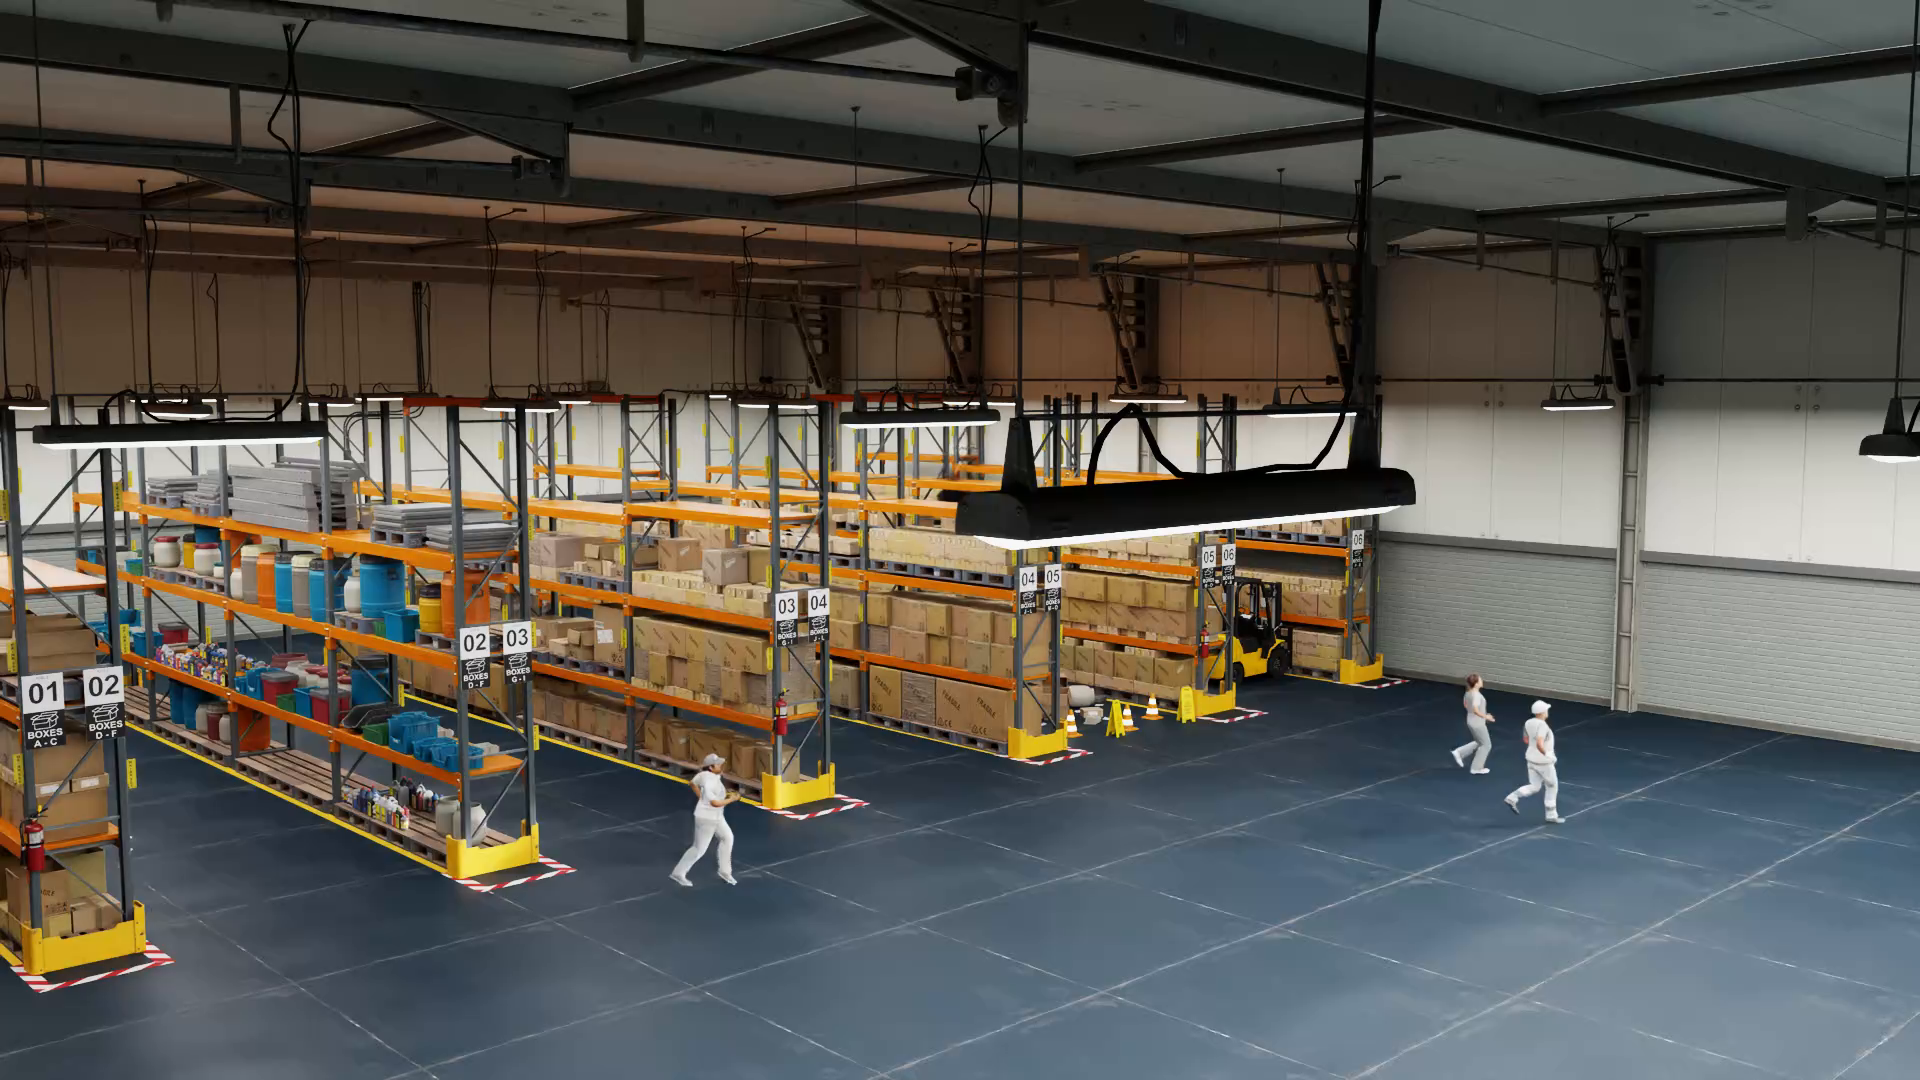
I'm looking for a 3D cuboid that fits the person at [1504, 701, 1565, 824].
[{"bbox_3d":[8.210,3.168,23.644,0.930,1.786,0.656,-1,6,-14],"label":"person"}]

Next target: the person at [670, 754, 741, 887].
[{"bbox_3d":[-3.177,3.515,20.734,0.881,1.705,0.611,-1,6,-8],"label":"person"}]

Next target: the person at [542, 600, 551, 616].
[{"bbox_3d":[-10.149,1.519,41.062,0.609,1.746,0.707,1,6,7],"label":"person"}]

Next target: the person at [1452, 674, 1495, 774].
[{"bbox_3d":[8.235,2.945,26.661,0.594,1.617,0.561,0,6,-1],"label":"person"}]
